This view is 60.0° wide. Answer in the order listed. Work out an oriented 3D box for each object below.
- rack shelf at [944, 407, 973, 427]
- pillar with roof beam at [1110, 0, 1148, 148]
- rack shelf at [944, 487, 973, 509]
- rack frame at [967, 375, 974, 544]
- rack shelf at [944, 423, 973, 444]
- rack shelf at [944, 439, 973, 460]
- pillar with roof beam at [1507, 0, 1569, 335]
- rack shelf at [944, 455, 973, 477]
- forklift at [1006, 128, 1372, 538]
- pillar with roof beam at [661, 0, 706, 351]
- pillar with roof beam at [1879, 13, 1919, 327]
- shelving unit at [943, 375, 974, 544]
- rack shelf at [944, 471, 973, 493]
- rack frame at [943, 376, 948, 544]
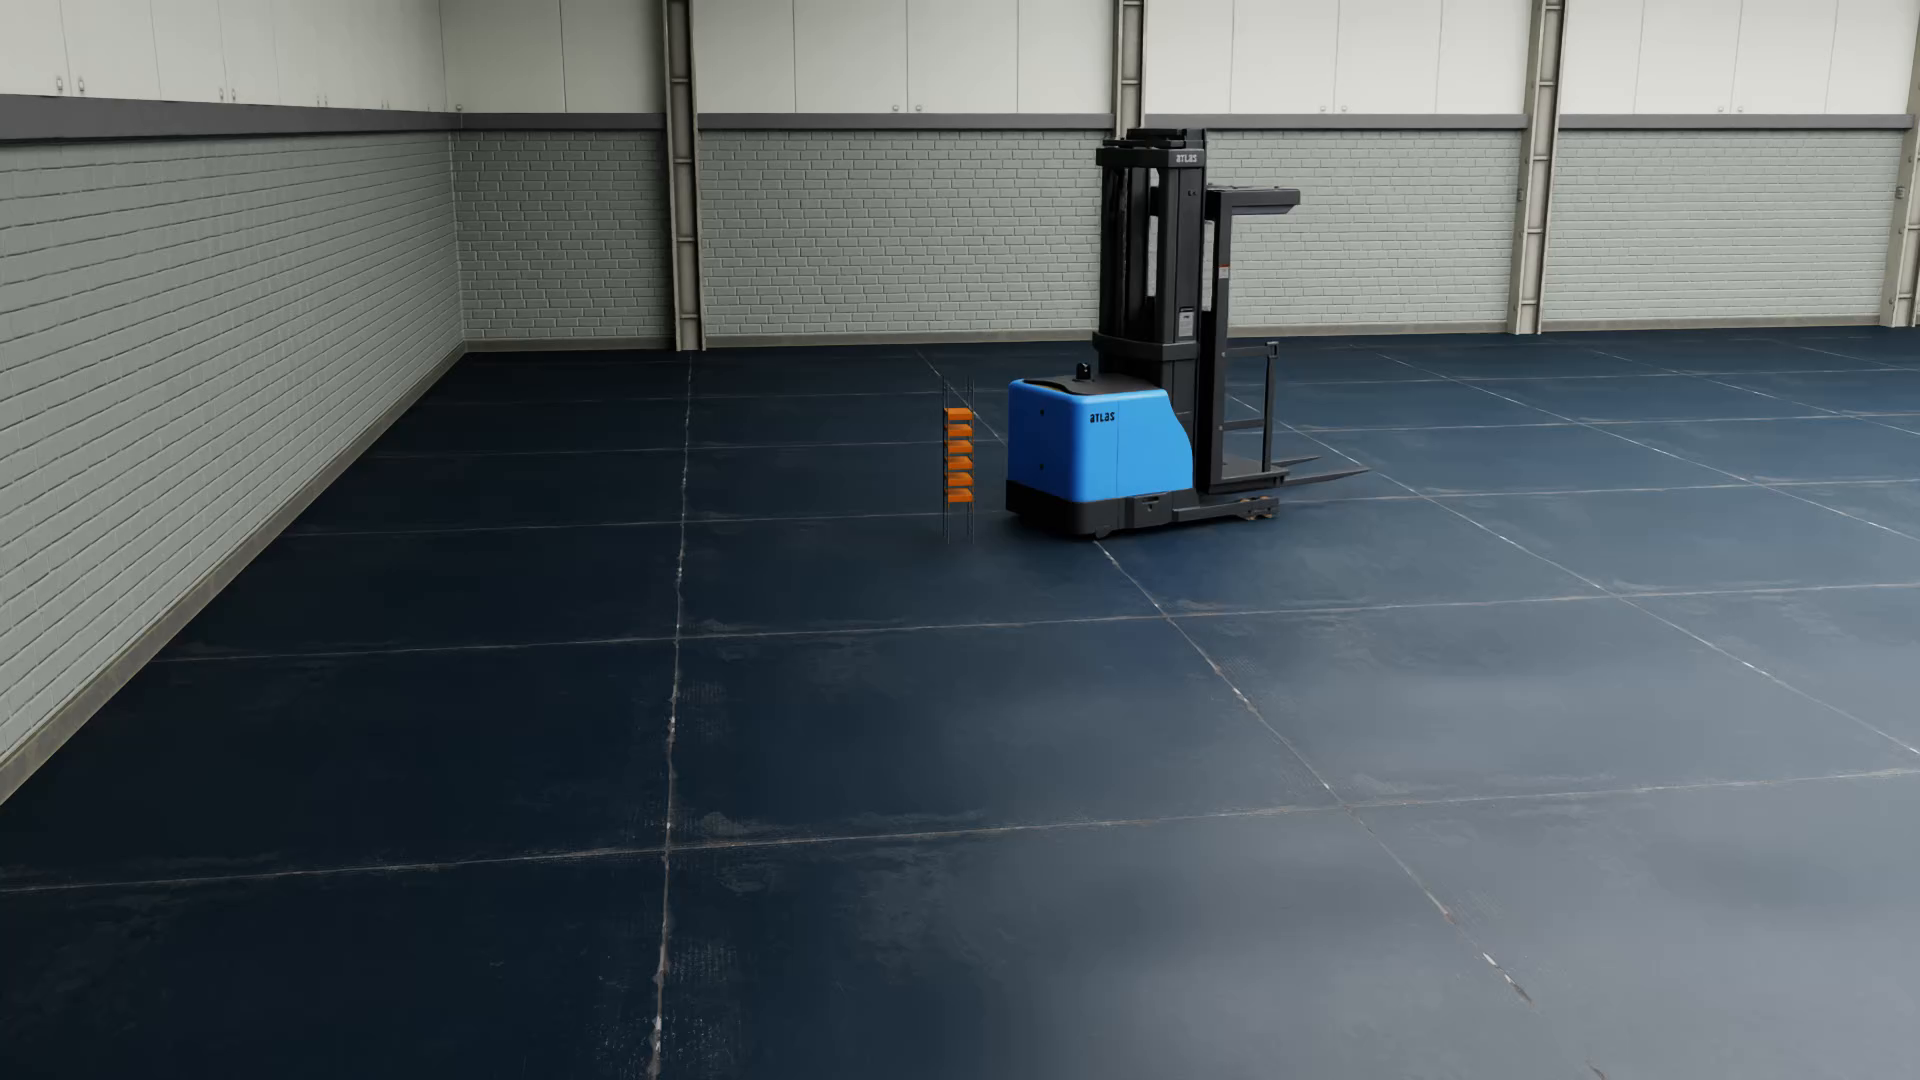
[{"bbox_3d":[-0.014,-0.888,11.997,0.180,0.103,0.258,-2,14,-8],"label":"rack shelf"},{"bbox_3d":[2.930,-6.134,18.181,0.400,9.000,9.100,-2,14,-8],"label":"pillar with roof beam"},{"bbox_3d":[-0.014,-0.306,12.143,0.180,0.103,0.258,-2,14,-8],"label":"rack shelf"},{"bbox_3d":[0.076,-0.585,12.087,0.006,1.200,0.240,-2,14,-8],"label":"rack frame"},{"bbox_3d":[-0.014,-0.771,12.026,0.180,0.103,0.258,-2,14,-8],"label":"rack shelf"},{"bbox_3d":[-0.014,-0.655,12.055,0.180,0.103,0.258,-2,14,-8],"label":"rack shelf"},{"bbox_3d":[8.863,-6.351,19.048,0.400,9.000,9.100,-2,14,-8],"label":"pillar with roof beam"},{"bbox_3d":[-0.014,-0.538,12.085,0.180,0.103,0.258,-2,14,-8],"label":"rack shelf"},{"bbox_3d":[1.891,-1.673,12.868,3.031,2.935,1.130,-8,16,-28],"label":"forklift"},{"bbox_3d":[-3.003,-5.916,17.314,0.400,9.000,9.100,-2,14,-8],"label":"pillar with roof beam"},{"bbox_3d":[14.796,-6.569,19.915,0.400,9.000,9.100,-2,14,-8],"label":"pillar with roof beam"},{"bbox_3d":[-0.014,-0.581,12.074,0.189,1.200,0.258,-2,14,-8],"label":"shelving unit"},{"bbox_3d":[-0.014,-0.422,12.114,0.180,0.103,0.258,-2,14,-8],"label":"rack shelf"},{"bbox_3d":[-0.105,-0.578,12.061,0.006,1.200,0.240,-2,14,-8],"label":"rack frame"}]
